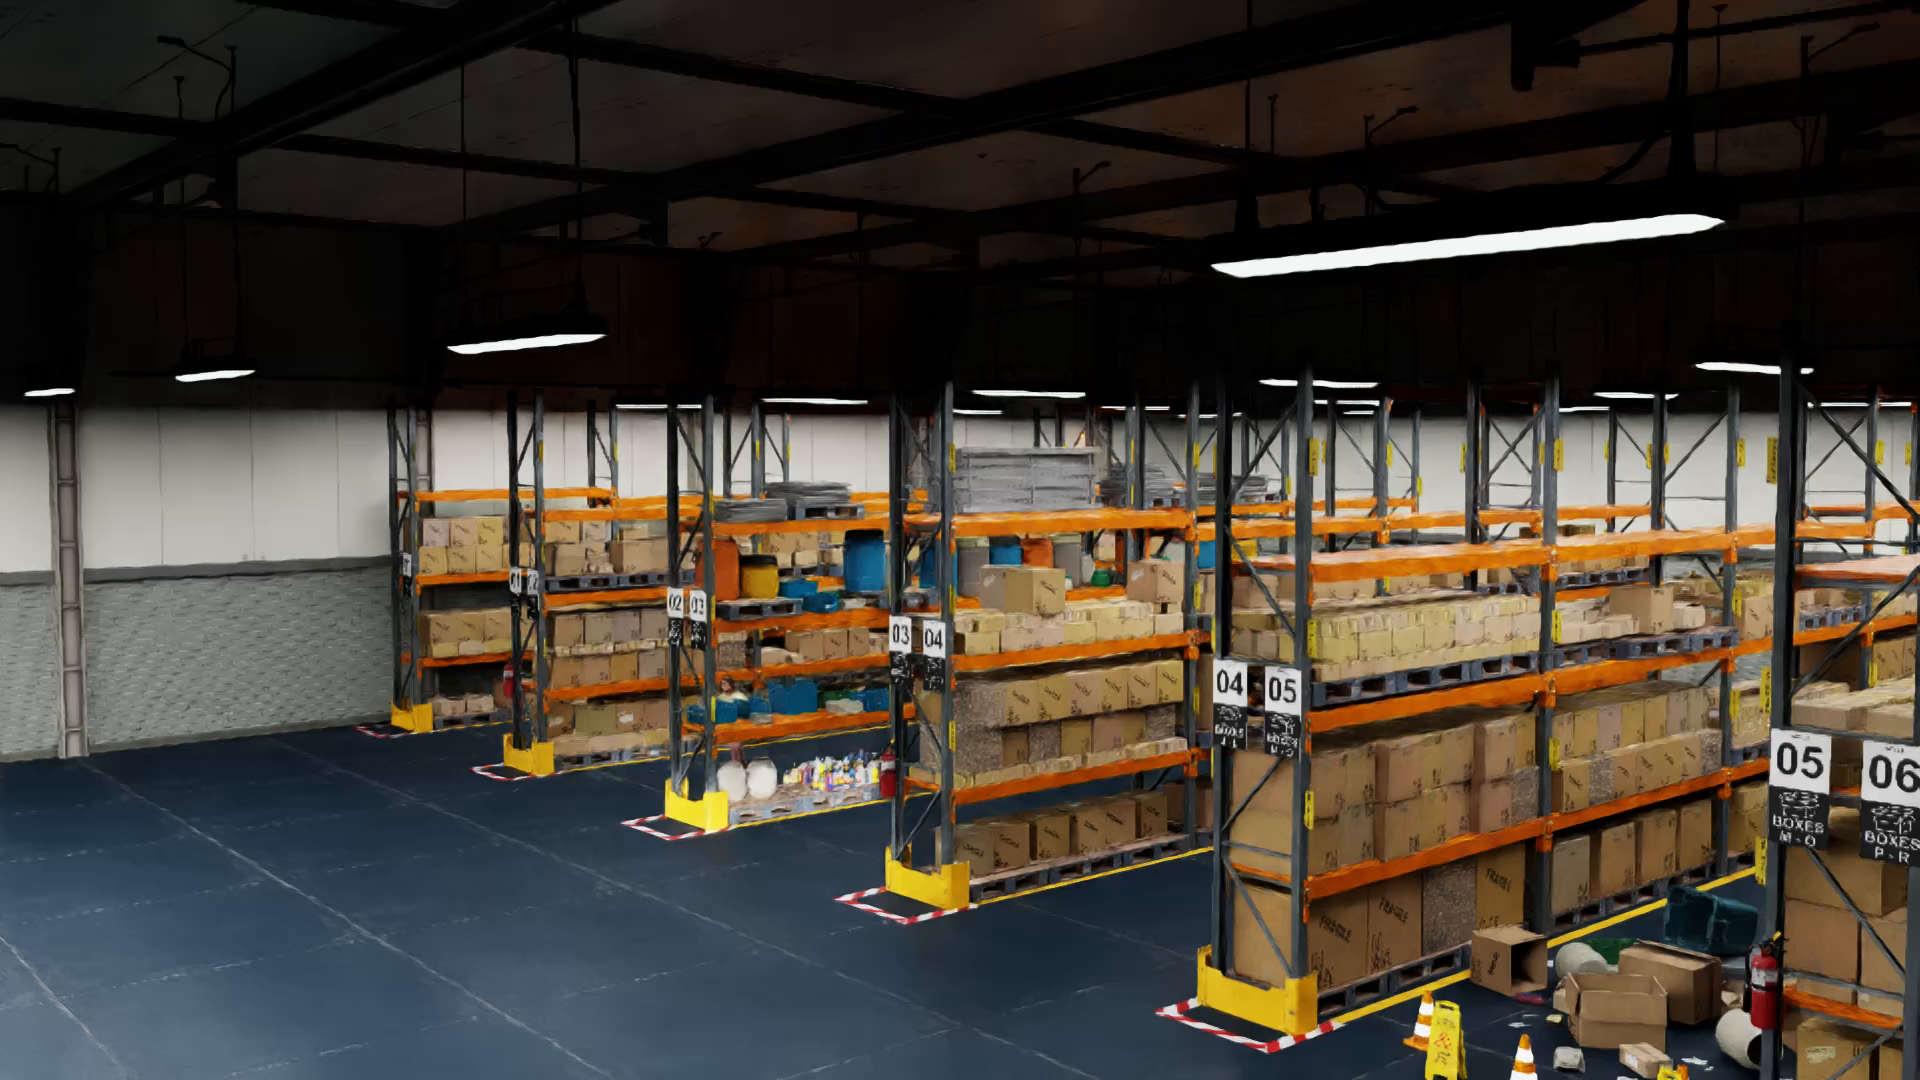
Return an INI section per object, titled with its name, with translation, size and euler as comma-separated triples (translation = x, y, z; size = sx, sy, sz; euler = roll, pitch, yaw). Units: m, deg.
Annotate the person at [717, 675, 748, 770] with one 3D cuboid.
[person]
translation = -3.458, 2.858, 25.569
size = 0.608, 1.601, 0.813
euler = 2, 4, 33
